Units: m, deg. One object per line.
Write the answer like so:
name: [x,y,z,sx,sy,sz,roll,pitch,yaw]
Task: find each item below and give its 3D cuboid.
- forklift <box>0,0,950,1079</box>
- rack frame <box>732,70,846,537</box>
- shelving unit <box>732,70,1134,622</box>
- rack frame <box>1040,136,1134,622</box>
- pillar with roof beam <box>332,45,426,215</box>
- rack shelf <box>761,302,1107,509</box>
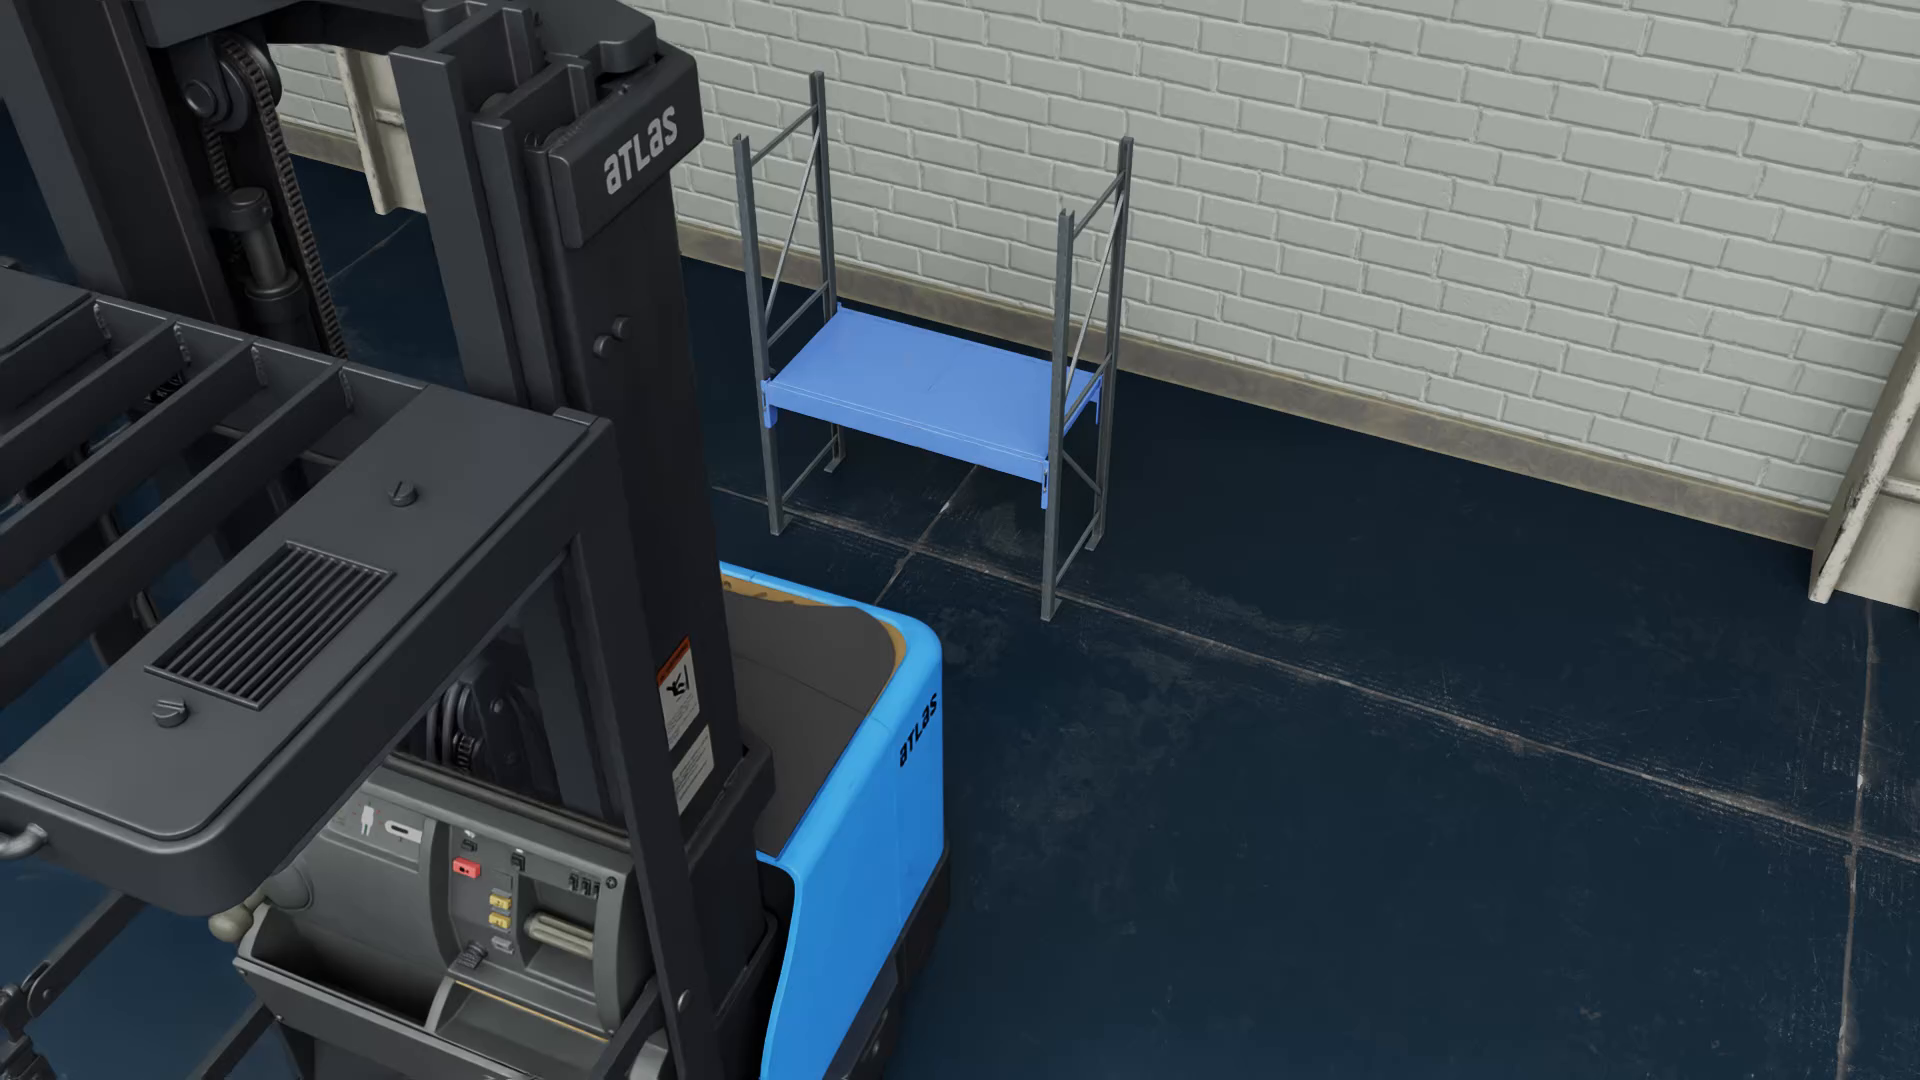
forklift: [-1.063,0.669,2.740,1.130,2.935,3.031,15,43,17]
rack frame: [-0.538,-0.731,5.448,0.032,1.500,0.500,17,44,19]
shelving unit: [-0.077,-0.590,5.286,1.048,1.500,0.538,17,44,19]
rack frame: [0.383,-0.450,5.124,0.032,1.500,0.500,17,44,19]
pillar with roof beam: [-4.196,-2.347,1.587,0.400,9.000,9.100,17,44,19]
rack shelf: [-0.077,-0.454,5.404,1.000,0.185,0.538,17,44,19]
